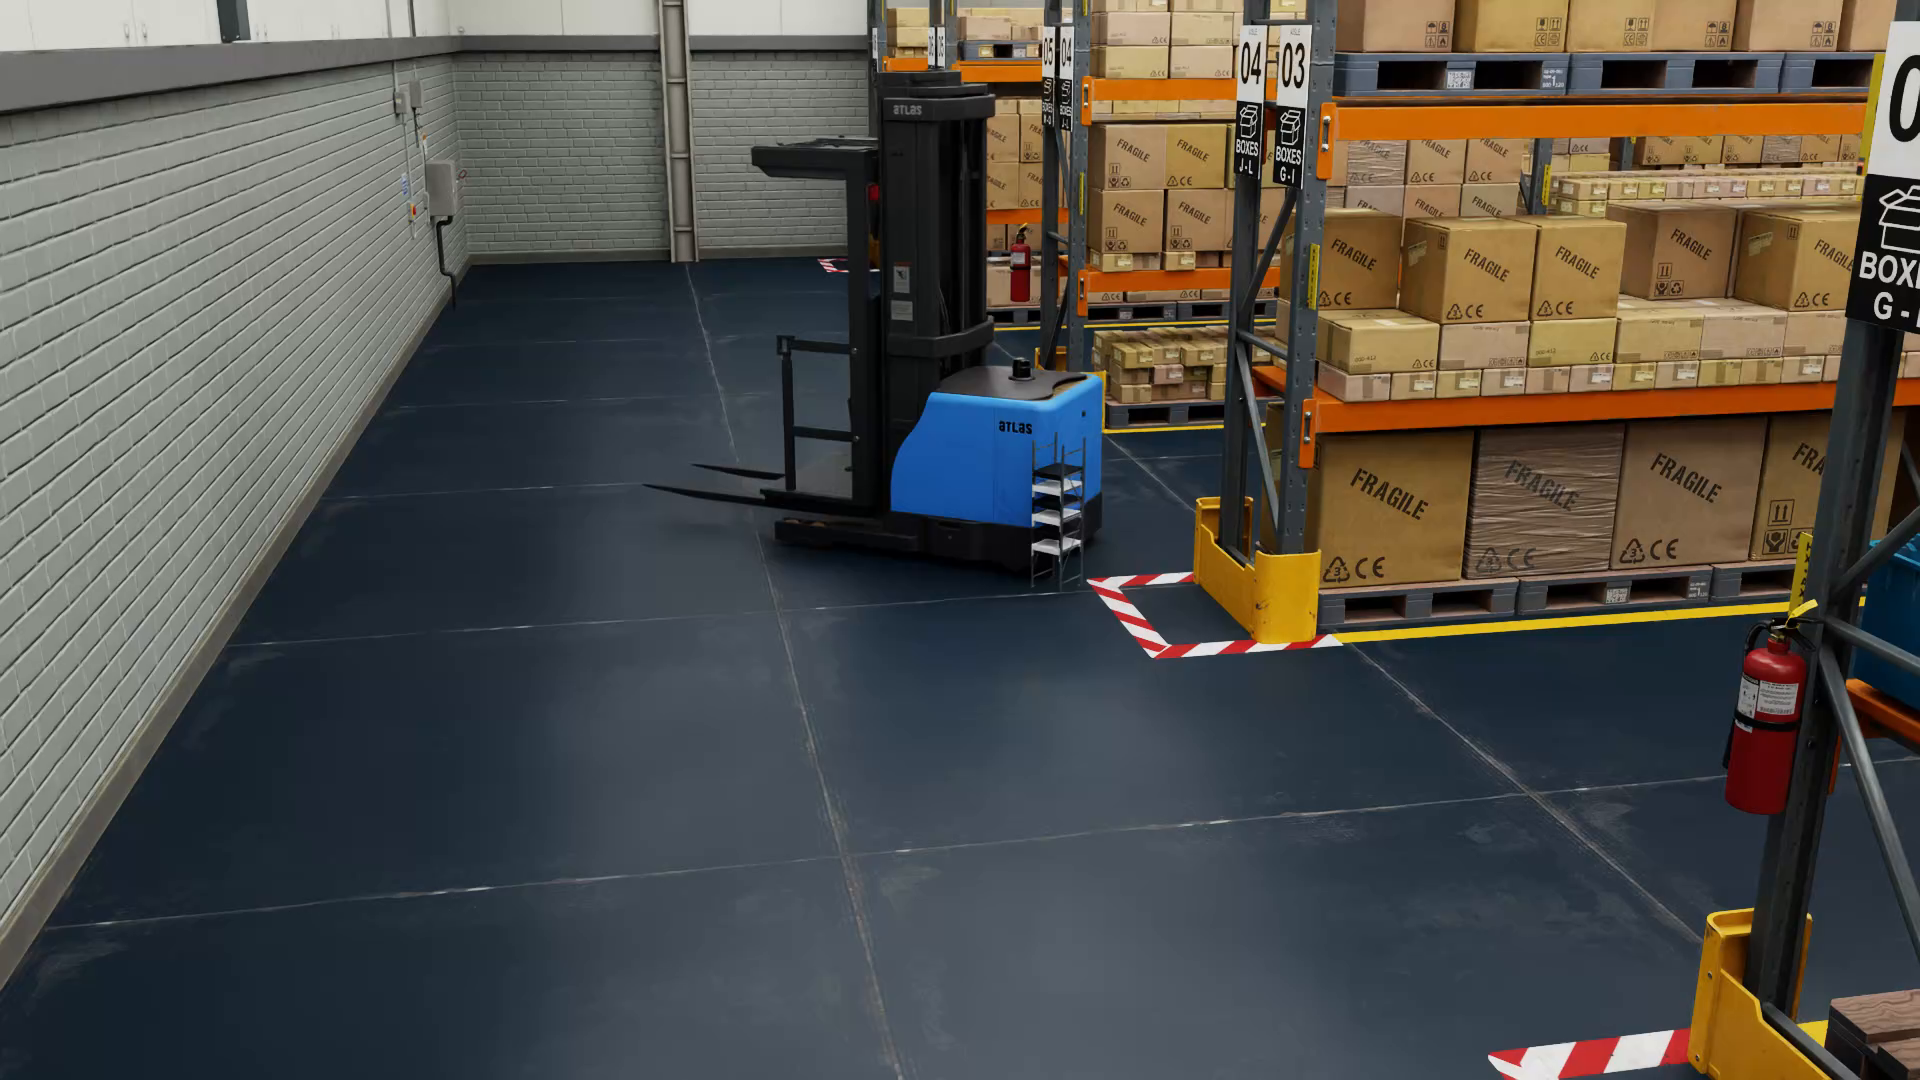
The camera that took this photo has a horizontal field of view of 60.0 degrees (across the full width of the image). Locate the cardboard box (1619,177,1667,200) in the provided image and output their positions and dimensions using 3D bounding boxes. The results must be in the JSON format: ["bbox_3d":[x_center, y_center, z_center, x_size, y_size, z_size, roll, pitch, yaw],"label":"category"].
[{"bbox_3d":[5.779,-2.990,14.137,0.250,0.149,0.380,-3,17,-10],"label":"cardboard box"}]

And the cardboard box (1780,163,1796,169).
[{"bbox_3d":[9.861,-4.506,20.087,0.250,0.149,0.380,-4,17,-12],"label":"cardboard box"}]

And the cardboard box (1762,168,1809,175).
[{"bbox_3d":[7.452,-3.280,15.081,0.250,0.149,0.380,-4,18,-13],"label":"cardboard box"}]

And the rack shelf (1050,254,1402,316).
[{"bbox_3d":[2.817,-2.249,14.252,4.000,0.370,1.077,-3,17,-10],"label":"rack shelf"}]

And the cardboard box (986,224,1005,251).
[{"bbox_3d":[0.335,-4.383,23.515,0.500,0.500,0.700,-3,17,-8],"label":"cardboard box"}]

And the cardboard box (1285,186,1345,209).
[{"bbox_3d":[2.850,-2.708,13.843,0.500,0.500,0.500,-4,17,-12],"label":"cardboard box"}]

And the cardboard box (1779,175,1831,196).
[{"bbox_3d":[7.310,-3.077,14.422,0.250,0.149,0.380,-3,17,-10],"label":"cardboard box"}]

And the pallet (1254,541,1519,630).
[{"bbox_3d":[2.465,0.220,9.738,1.213,0.211,1.003,-3,17,-10],"label":"pallet"}]

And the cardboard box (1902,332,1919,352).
[{"bbox_3d":[5.238,-1.239,9.487,0.500,0.250,0.500,-4,17,-11],"label":"cardboard box"}]

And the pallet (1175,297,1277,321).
[{"bbox_3d":[2.981,-2.773,19.481,1.213,0.211,1.003,-3,17,-10],"label":"pallet"}]

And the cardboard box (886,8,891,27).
[{"bbox_3d":[-0.747,-7.183,22.876,0.500,0.250,0.500,-4,17,-12],"label":"cardboard box"}]

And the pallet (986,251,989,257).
[{"bbox_3d":[-0.273,-4.050,23.638,1.213,0.211,1.003,-3,17,-10],"label":"pallet"}]

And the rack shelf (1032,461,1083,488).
[{"bbox_3d":[0.578,-0.384,9.723,0.200,0.077,0.258,13,21,36],"label":"rack shelf"}]

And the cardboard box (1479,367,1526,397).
[{"bbox_3d":[2.865,-0.895,9.044,0.250,0.149,0.380,-4,17,-11],"label":"cardboard box"}]

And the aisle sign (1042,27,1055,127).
[{"bbox_3d":[0.724,-3.807,13.670,0.004,0.787,0.394,-3,17,-10],"label":"aisle sign"}]

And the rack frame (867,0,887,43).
[{"bbox_3d":[-1.131,-8.202,22.188,0.127,3.000,1.000,-3,17,-10],"label":"rack frame"}]

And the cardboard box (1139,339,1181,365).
[{"bbox_3d":[1.680,-1.586,13.992,0.250,0.149,0.380,-3,17,-9],"label":"cardboard box"}]

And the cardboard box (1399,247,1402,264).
[{"bbox_3d":[3.520,-2.427,14.032,0.250,0.149,0.380,-4,18,-13],"label":"cardboard box"}]

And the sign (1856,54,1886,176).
[{"bbox_3d":[2.514,-1.160,4.550,0.005,0.325,0.100,-3,17,-10],"label":"sign"}]

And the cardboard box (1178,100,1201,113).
[{"bbox_3d":[2.490,-4.815,18.401,0.250,0.149,0.380,-3,17,-11],"label":"cardboard box"}]

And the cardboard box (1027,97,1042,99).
[{"bbox_3d":[0.866,-4.879,18.609,0.250,0.149,0.380,-3,17,-9],"label":"cardboard box"}]

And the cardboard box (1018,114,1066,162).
[{"bbox_3d":[0.846,-4.404,18.170,0.500,0.500,0.500,-4,17,-12],"label":"cardboard box"}]

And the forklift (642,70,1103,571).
[{"bbox_3d":[-0.640,-1.479,10.634,3.031,2.935,1.130,7,19,23],"label":"forklift"}]

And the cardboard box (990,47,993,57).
[{"bbox_3d":[0.485,-6.662,22.714,0.250,0.149,0.380,-3,17,-11],"label":"cardboard box"}]

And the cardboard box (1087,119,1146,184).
[{"bbox_3d":[1.255,-3.247,13.895,0.500,0.500,0.500,-4,17,-12],"label":"cardboard box"}]

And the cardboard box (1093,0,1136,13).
[{"bbox_3d":[1.214,-4.226,13.078,0.250,0.149,0.380,-3,17,-11],"label":"cardboard box"}]

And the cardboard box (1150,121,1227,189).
[{"bbox_3d":[1.838,-3.128,13.508,0.500,0.500,0.500,-3,17,-9],"label":"cardboard box"}]

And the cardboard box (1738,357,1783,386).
[{"bbox_3d":[4.375,-0.980,9.322,0.250,0.149,0.380,-3,17,-9],"label":"cardboard box"}]

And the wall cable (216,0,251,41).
[{"bbox_3d":[-4.511,-6.131,9.966,0.120,5.999,2.277,-3,17,-10],"label":"wall cable"}]

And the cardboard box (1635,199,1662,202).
[{"bbox_3d":[5.762,-2.846,14.176,0.250,0.149,0.380,-3,17,-9],"label":"cardboard box"}]

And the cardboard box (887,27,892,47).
[{"bbox_3d":[-0.745,-6.942,22.943,0.500,0.250,0.500,-4,17,-11],"label":"cardboard box"}]

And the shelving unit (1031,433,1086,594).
[{"bbox_3d":[0.578,-0.158,9.792,0.210,0.900,0.258,13,21,36],"label":"shelving unit"}]

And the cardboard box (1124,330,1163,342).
[{"bbox_3d":[1.582,-1.704,14.379,0.250,0.149,0.380,-3,17,-9],"label":"cardboard box"}]

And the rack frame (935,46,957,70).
[{"bbox_3d":[-0.185,-3.903,18.411,0.127,3.000,1.000,-3,17,-10],"label":"rack frame"}]

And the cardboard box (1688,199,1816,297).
[{"bbox_3d":[4.618,-1.720,9.775,0.500,0.500,0.500,-3,17,-10],"label":"cardboard box"}]

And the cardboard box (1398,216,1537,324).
[{"bbox_3d":[2.708,-1.452,8.902,0.500,0.500,0.500,-4,17,-12],"label":"cardboard box"}]

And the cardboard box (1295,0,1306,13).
[{"bbox_3d":[2.745,-4.304,13.332,0.250,0.149,0.380,-3,17,-9],"label":"cardboard box"}]

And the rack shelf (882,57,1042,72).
[{"bbox_3d":[0.833,-6.535,23.097,4.000,0.370,1.077,-3,17,-10],"label":"rack shelf"}]

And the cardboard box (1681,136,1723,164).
[{"bbox_3d":[8.666,-4.729,19.707,0.500,0.500,0.500,-2,17,-8],"label":"cardboard box"}]

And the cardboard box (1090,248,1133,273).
[{"bbox_3d":[1.233,-2.285,13.571,0.250,0.149,0.380,-3,17,-11],"label":"cardboard box"}]

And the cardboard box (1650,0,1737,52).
[{"bbox_3d":[3.796,-2.922,9.051,0.500,0.500,0.700,-2,17,-8],"label":"cardboard box"}]

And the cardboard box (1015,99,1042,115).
[{"bbox_3d":[0.737,-4.696,18.013,0.250,0.149,0.380,-3,17,-9],"label":"cardboard box"}]

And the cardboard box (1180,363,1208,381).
[{"bbox_3d":[1.919,-1.455,14.075,0.250,0.149,0.380,-3,17,-10],"label":"cardboard box"}]

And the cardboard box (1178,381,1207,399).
[{"bbox_3d":[1.912,-1.311,14.111,0.250,0.149,0.380,-3,17,-10],"label":"cardboard box"}]

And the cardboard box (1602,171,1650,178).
[{"bbox_3d":[5.913,-3.192,14.795,0.250,0.149,0.380,-3,17,-11],"label":"cardboard box"}]

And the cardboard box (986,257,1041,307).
[{"bbox_3d":[0.444,-2.945,18.939,0.875,0.438,0.875,-4,17,-12],"label":"cardboard box"}]

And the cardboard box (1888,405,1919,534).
[{"bbox_3d":[6.247,-0.496,10.220,0.875,0.875,1.225,-3,17,-10],"label":"cardboard box"}]

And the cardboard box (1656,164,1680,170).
[{"bbox_3d":[8.308,-4.400,19.741,0.250,0.149,0.380,-4,18,-14],"label":"cardboard box"}]

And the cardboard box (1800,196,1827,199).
[{"bbox_3d":[7.299,-2.934,14.461,0.250,0.149,0.380,-3,17,-11],"label":"cardboard box"}]

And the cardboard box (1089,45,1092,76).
[{"bbox_3d":[1.249,-3.946,13.696,0.500,0.250,0.500,-4,17,-12],"label":"cardboard box"}]

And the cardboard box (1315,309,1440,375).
[{"bbox_3d":[2.217,-1.066,8.922,0.500,0.250,0.500,-4,17,-12],"label":"cardboard box"}]

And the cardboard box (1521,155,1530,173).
[{"bbox_3d":[6.241,-4.352,19.276,0.500,0.250,0.500,-4,17,-12],"label":"cardboard box"}]

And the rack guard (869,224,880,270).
[{"bbox_3d":[-1.056,-4.143,23.450,0.348,0.500,1.175,-3,17,-10],"label":"rack guard"}]
